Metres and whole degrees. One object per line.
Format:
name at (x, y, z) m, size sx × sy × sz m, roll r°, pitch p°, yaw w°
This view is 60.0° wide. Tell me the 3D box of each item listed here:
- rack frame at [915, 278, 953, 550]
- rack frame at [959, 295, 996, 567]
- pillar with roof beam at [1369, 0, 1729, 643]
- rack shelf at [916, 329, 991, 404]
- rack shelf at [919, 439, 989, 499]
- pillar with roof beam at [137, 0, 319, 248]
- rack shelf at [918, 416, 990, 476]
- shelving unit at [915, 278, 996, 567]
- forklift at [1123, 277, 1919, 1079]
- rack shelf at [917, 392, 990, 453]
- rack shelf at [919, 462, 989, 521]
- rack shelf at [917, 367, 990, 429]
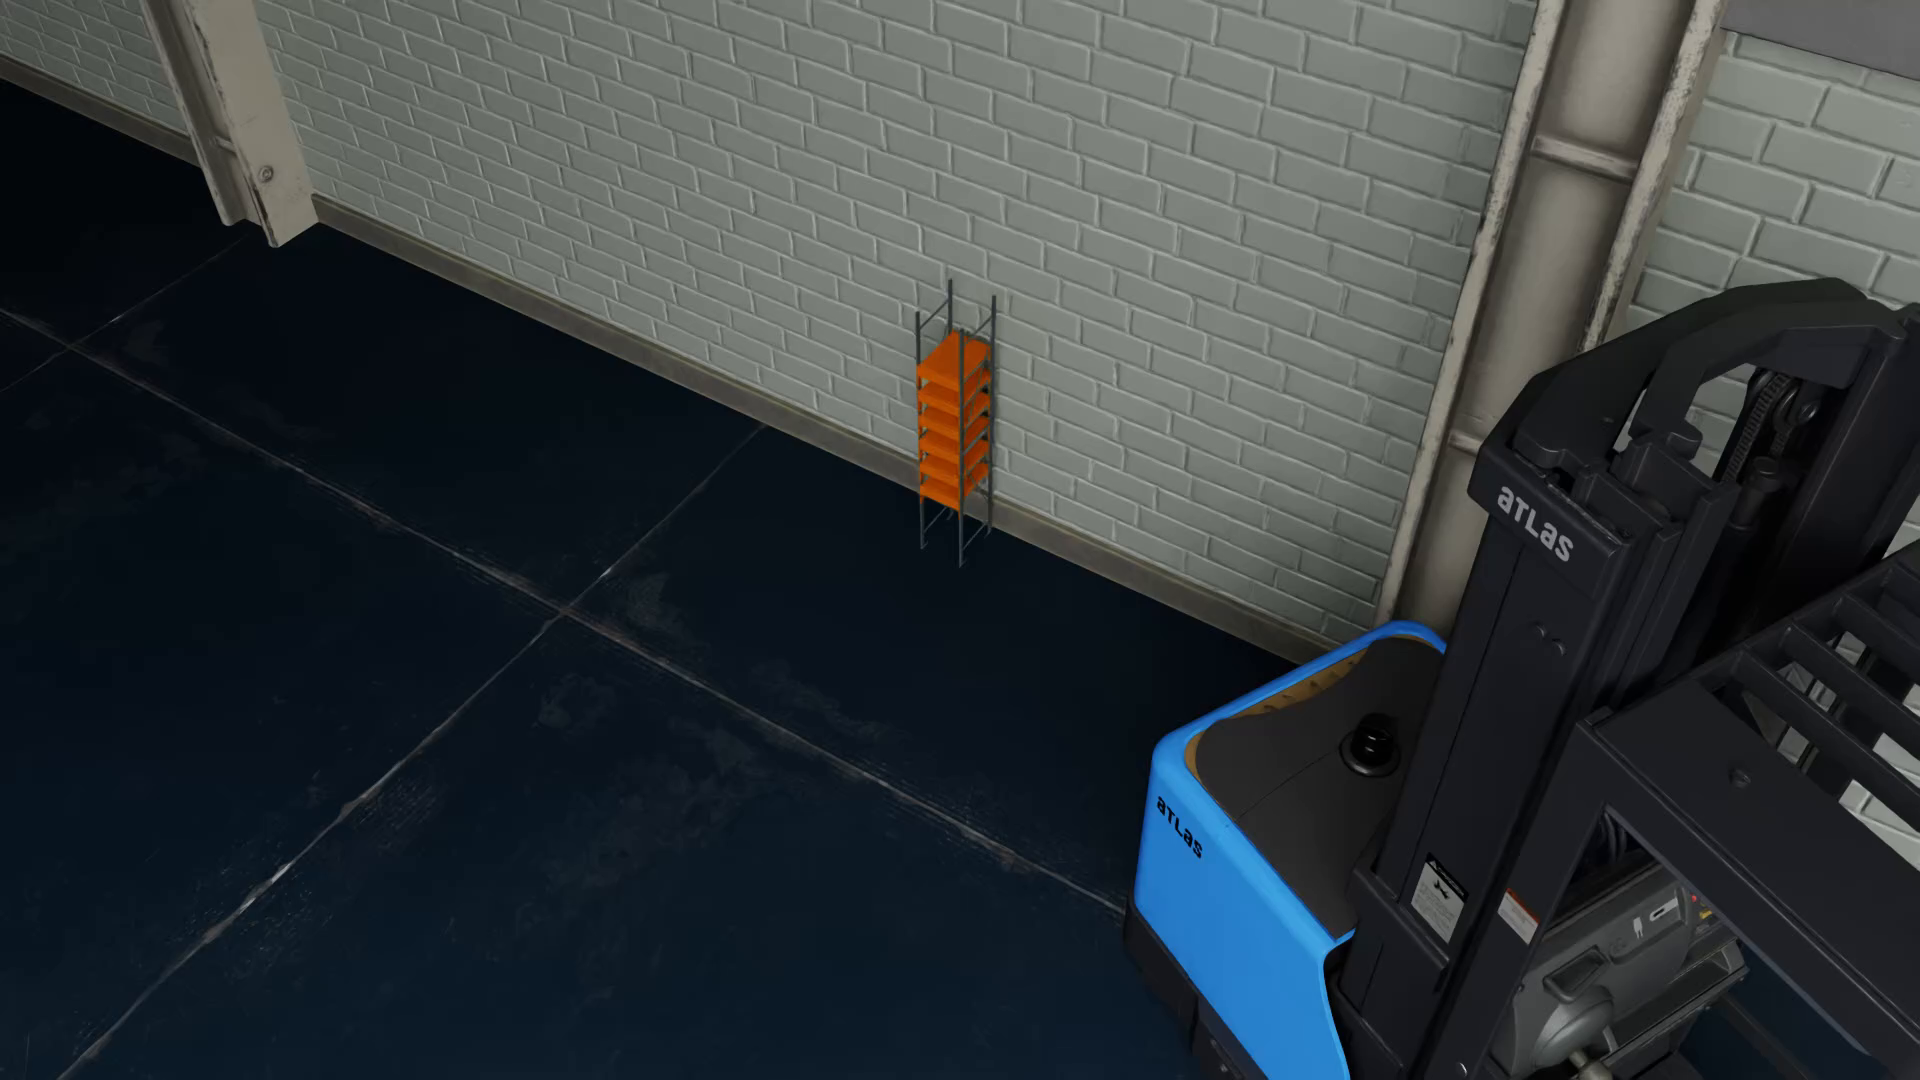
rack frame at (-0.093, -0.452, 6.353) m, size 0.006 × 1.200 × 0.240 m, roll 24°, pitch 50°, yaw 22°
rack frame at (0.063, -0.383, 6.285) m, size 0.006 × 1.200 × 0.240 m, roll 24°, pitch 50°, yaw 22°
pillar with roof beam at (-0.703, 0.190, 0.290) m, size 0.400 × 9.000 × 9.100 m, roll 25°, pitch 51°, yaw 22°
rack shelf at (-0.015, -0.637, 6.093) m, size 0.180 × 0.103 × 0.258 m, roll 24°, pitch 50°, yaw 22°
rack shelf at (-0.015, -0.303, 6.437) m, size 0.180 × 0.103 × 0.258 m, roll 24°, pitch 50°, yaw 22°
pillar with roof beam at (-5.754, -2.133, 2.548) m, size 0.400 × 9.000 × 9.100 m, roll 25°, pitch 51°, yaw 22°
rack shelf at (-0.015, -0.386, 6.351) m, size 0.180 × 0.103 × 0.258 m, roll 24°, pitch 50°, yaw 22°
shelving unit at (-0.015, -0.417, 6.319) m, size 0.189 × 1.200 × 0.258 m, roll 24°, pitch 50°, yaw 22°
forklift at (1.718, 1.028, 3.707) m, size 1.130 × 2.935 × 3.031 m, roll -23°, pitch 50°, yaw -21°
rack shelf at (-0.015, -0.470, 6.265) m, size 0.180 × 0.103 × 0.258 m, roll 24°, pitch 50°, yaw 22°
rack shelf at (-0.015, -0.219, 6.523) m, size 0.180 × 0.103 × 0.258 m, roll 24°, pitch 50°, yaw 22°
rack shelf at (-0.015, -0.554, 6.179) m, size 0.180 × 0.103 × 0.258 m, roll 24°, pitch 50°, yaw 22°
